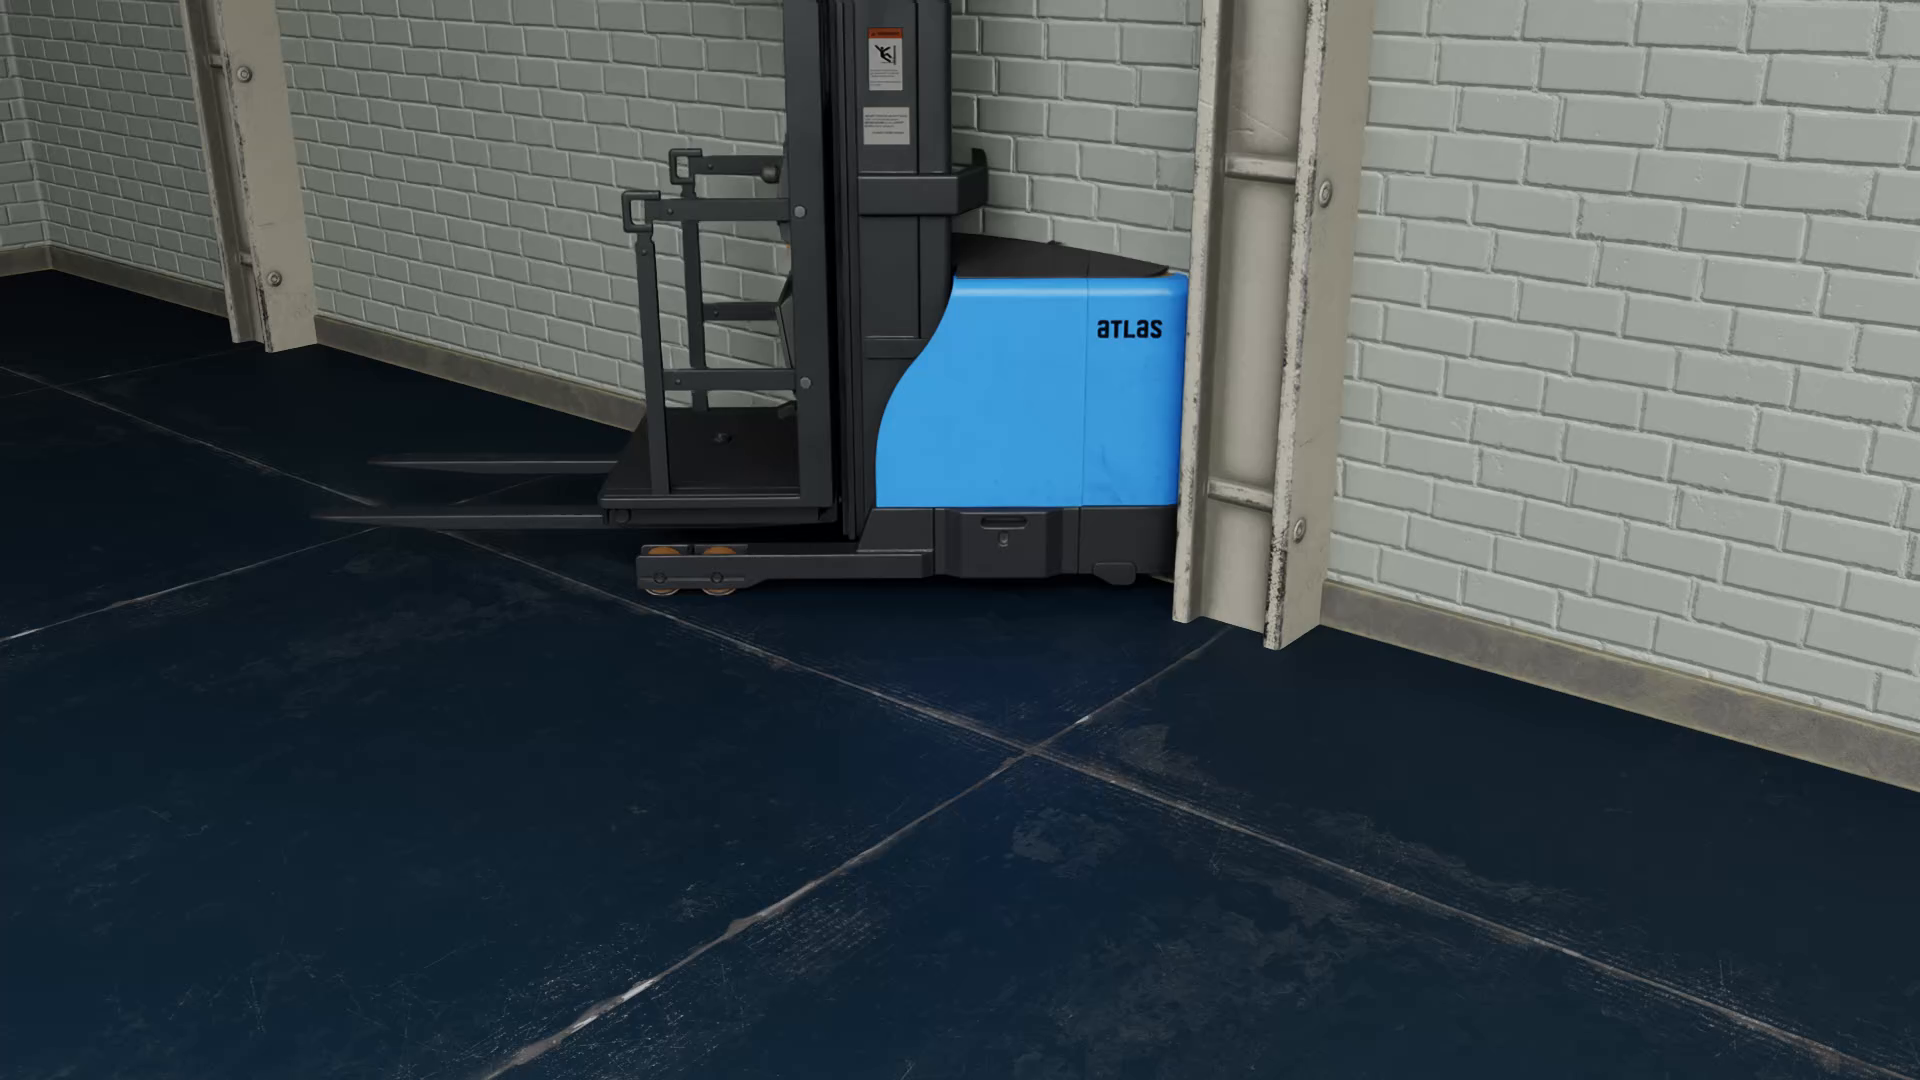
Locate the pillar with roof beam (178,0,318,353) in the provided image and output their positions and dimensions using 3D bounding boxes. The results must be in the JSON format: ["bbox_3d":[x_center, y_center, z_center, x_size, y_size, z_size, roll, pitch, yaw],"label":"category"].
[{"bbox_3d":[-6.424,-4.110,4.312,0.400,9.000,9.100,16,26,36],"label":"pillar with roof beam"}]

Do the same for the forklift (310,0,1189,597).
[{"bbox_3d":[-0.741,-1.367,5.640,3.031,2.935,1.130,0,21,-1],"label":"forklift"}]

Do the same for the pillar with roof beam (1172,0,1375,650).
[{"bbox_3d":[-1.776,-2.771,0.763,0.400,9.000,9.100,16,26,36],"label":"pillar with roof beam"}]
